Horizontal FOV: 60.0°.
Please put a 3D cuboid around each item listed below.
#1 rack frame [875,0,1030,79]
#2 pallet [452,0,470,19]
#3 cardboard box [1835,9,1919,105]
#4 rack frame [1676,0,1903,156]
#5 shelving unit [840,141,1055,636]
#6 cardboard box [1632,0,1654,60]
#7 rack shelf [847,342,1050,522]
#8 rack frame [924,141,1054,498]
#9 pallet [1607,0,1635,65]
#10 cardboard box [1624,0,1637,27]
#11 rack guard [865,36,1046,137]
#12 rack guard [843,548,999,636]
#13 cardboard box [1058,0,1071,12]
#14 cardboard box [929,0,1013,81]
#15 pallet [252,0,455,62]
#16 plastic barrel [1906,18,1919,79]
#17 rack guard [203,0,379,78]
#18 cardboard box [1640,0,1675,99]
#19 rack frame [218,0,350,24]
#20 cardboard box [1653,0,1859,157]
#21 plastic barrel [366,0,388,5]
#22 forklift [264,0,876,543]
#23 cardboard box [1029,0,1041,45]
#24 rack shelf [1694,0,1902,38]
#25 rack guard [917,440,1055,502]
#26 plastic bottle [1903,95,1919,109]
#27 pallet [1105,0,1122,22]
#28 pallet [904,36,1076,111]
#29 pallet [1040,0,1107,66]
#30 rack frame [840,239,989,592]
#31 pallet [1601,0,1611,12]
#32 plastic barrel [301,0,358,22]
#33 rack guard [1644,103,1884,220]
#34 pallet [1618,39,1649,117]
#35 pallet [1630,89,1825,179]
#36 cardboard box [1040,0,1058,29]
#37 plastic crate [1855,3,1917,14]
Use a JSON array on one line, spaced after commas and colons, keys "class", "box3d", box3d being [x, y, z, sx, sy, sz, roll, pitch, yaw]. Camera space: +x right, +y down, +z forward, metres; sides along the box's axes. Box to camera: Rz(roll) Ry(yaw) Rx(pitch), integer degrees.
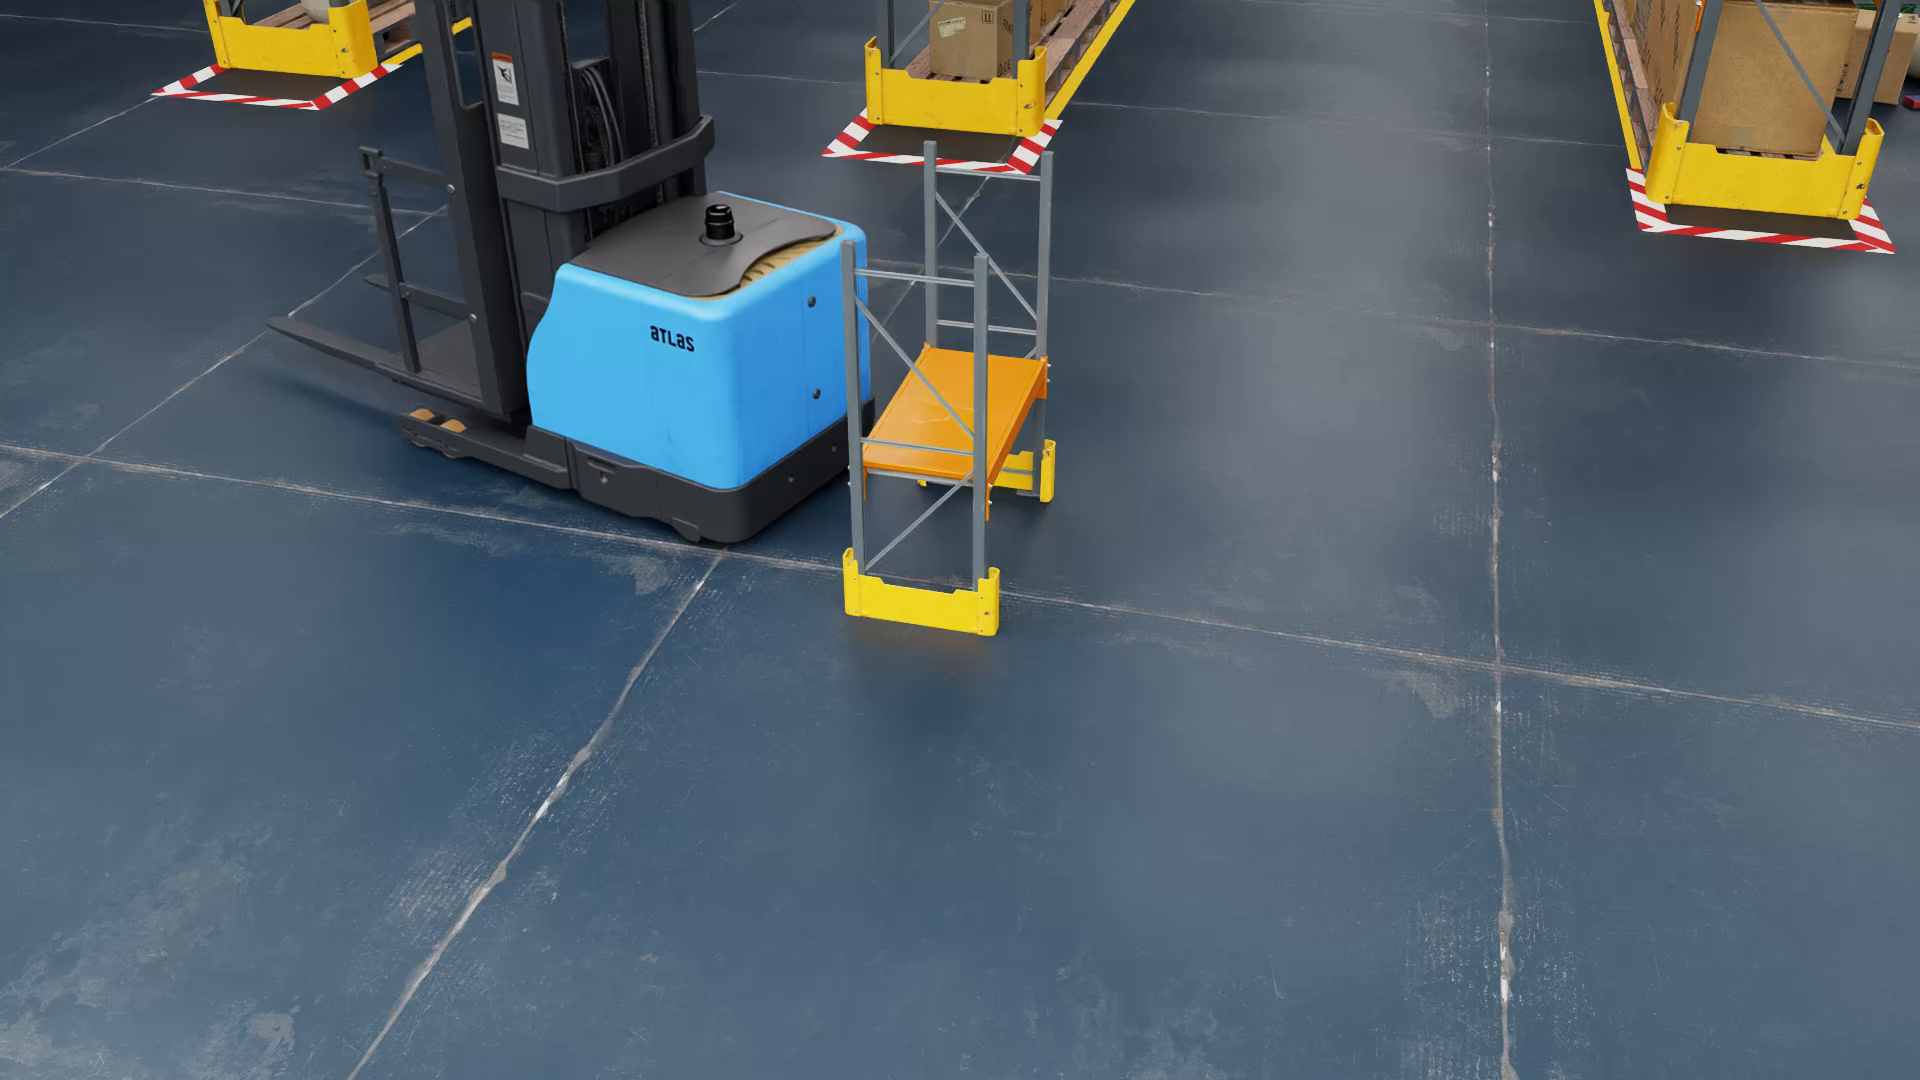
[{"class": "rack frame", "box3d": [-0.050, -4.032, 10.296, 1.000, 3.000, 0.127, 8, 33, 12]}, {"class": "pallet", "box3d": [-4.344, -4.627, 13.832, 1.003, 0.211, 1.213, 8, 33, 12]}, {"class": "cardboard box", "box3d": [6.336, -3.381, 11.600, 0.500, 0.500, 0.500, 14, 35, 21]}, {"class": "rack frame", "box3d": [4.722, -3.304, 9.152, 1.000, 3.000, 0.127, 8, 33, 12]}, {"class": "shelving unit", "box3d": [-0.019, -0.593, 6.285, 0.587, 1.500, 1.083, 8, 33, 12]}, {"class": "cardboard box", "box3d": [5.285, -3.875, 11.639, 0.875, 0.875, 0.875, 8, 33, 13]}, {"class": "rack shelf", "box3d": [-0.022, -0.437, 6.374, 0.538, 0.185, 1.000, 8, 33, 12]}, {"class": "rack frame", "box3d": [0.107, -0.852, 6.693, 0.500, 1.500, 0.032, 8, 33, 12]}, {"class": "pallet", "box3d": [5.469, -3.819, 12.561, 1.003, 0.211, 1.213, 8, 33, 12]}, {"class": "cardboard box", "box3d": [5.510, -4.344, 12.376, 0.875, 0.875, 0.875, 9, 33, 13]}, {"class": "rack guard", "box3d": [-0.030, -3.017, 11.029, 1.175, 0.500, 0.348, 8, 33, 12]}, {"class": "rack guard", "box3d": [-0.146, 0.192, 6.214, 0.587, 0.250, 0.087, 8, 33, 12]}, {"class": "cardboard box", "box3d": [0.606, -4.397, 12.809, 0.500, 0.500, 0.500, 5, 33, 8]}, {"class": "cardboard box", "box3d": [0.125, -3.476, 11.361, 0.500, 0.500, 0.500, 14, 35, 21]}, {"class": "pallet", "box3d": [-4.655, -3.996, 12.839, 1.003, 0.211, 1.213, 8, 33, 12]}, {"class": "plastic barrel", "box3d": [6.933, -3.495, 11.853, 0.421, 0.421, 0.512, -21, 38, -29]}, {"class": "rack guard", "box3d": [-4.867, -3.697, 12.100, 1.175, 0.500, 0.348, 8, 33, 12]}, {"class": "cardboard box", "box3d": [5.052, -3.403, 10.895, 0.875, 0.875, 0.875, 8, 33, 12]}, {"class": "rack frame", "box3d": [-4.841, -4.706, 11.357, 1.000, 3.000, 0.127, 8, 33, 12]}, {"class": "cardboard box", "box3d": [4.830, -2.946, 10.177, 0.875, 0.875, 0.875, 8, 33, 13]}, {"class": "plastic barrel", "box3d": [-4.620, -4.446, 12.875, 0.421, 0.512, 0.421, 0, 32, 0]}, {"class": "forklift", "box3d": [-1.887, -1.815, 6.873, 3.031, 2.935, 1.130, 19, 37, 27]}, {"class": "cardboard box", "box3d": [0.244, -3.791, 11.856, 0.500, 0.500, 0.500, 17, 36, 25]}, {"class": "rack shelf", "box3d": [5.230, -4.039, 10.977, 1.077, 0.370, 4.000, 8, 33, 12]}, {"class": "rack guard", "box3d": [0.107, -0.324, 7.027, 0.587, 0.250, 0.087, 8, 33, 12]}, {"class": "plastic bottle", "box3d": [6.657, -3.012, 11.431, 0.283, 0.061, 0.133, -3, 33, -4]}, {"class": "pallet", "box3d": [0.829, -4.578, 13.754, 1.003, 0.211, 1.213, 8, 33, 12]}, {"class": "pallet", "box3d": [0.210, -3.311, 11.762, 1.003, 0.211, 1.213, 8, 33, 12]}, {"class": "pallet", "box3d": [0.522, -3.943, 12.755, 1.003, 0.211, 1.213, 8, 33, 12]}, {"class": "rack frame", "box3d": [-0.151, -0.325, 5.863, 0.500, 1.500, 0.032, 8, 33, 12]}, {"class": "pallet", "box3d": [5.860, -4.614, 13.811, 1.003, 0.211, 1.213, 8, 33, 12]}, {"class": "plastic barrel", "box3d": [-4.747, -4.186, 12.466, 0.421, 0.512, 0.421, 0, 32, 0]}, {"class": "rack guard", "box3d": [4.716, -2.237, 9.803, 1.175, 0.500, 0.348, 8, 33, 12]}, {"class": "pallet", "box3d": [5.161, -3.184, 11.562, 1.003, 0.211, 1.213, 8, 33, 12]}, {"class": "pallet", "box3d": [4.850, -2.553, 10.569, 1.003, 0.211, 1.213, 8, 33, 12]}, {"class": "cardboard box", "box3d": [0.421, -4.113, 12.363, 0.500, 0.500, 0.500, 11, 34, 17]}, {"class": "plastic crate", "box3d": [6.960, -3.949, 12.733, 0.662, 0.188, 0.450, -28, 32, -37]}]
